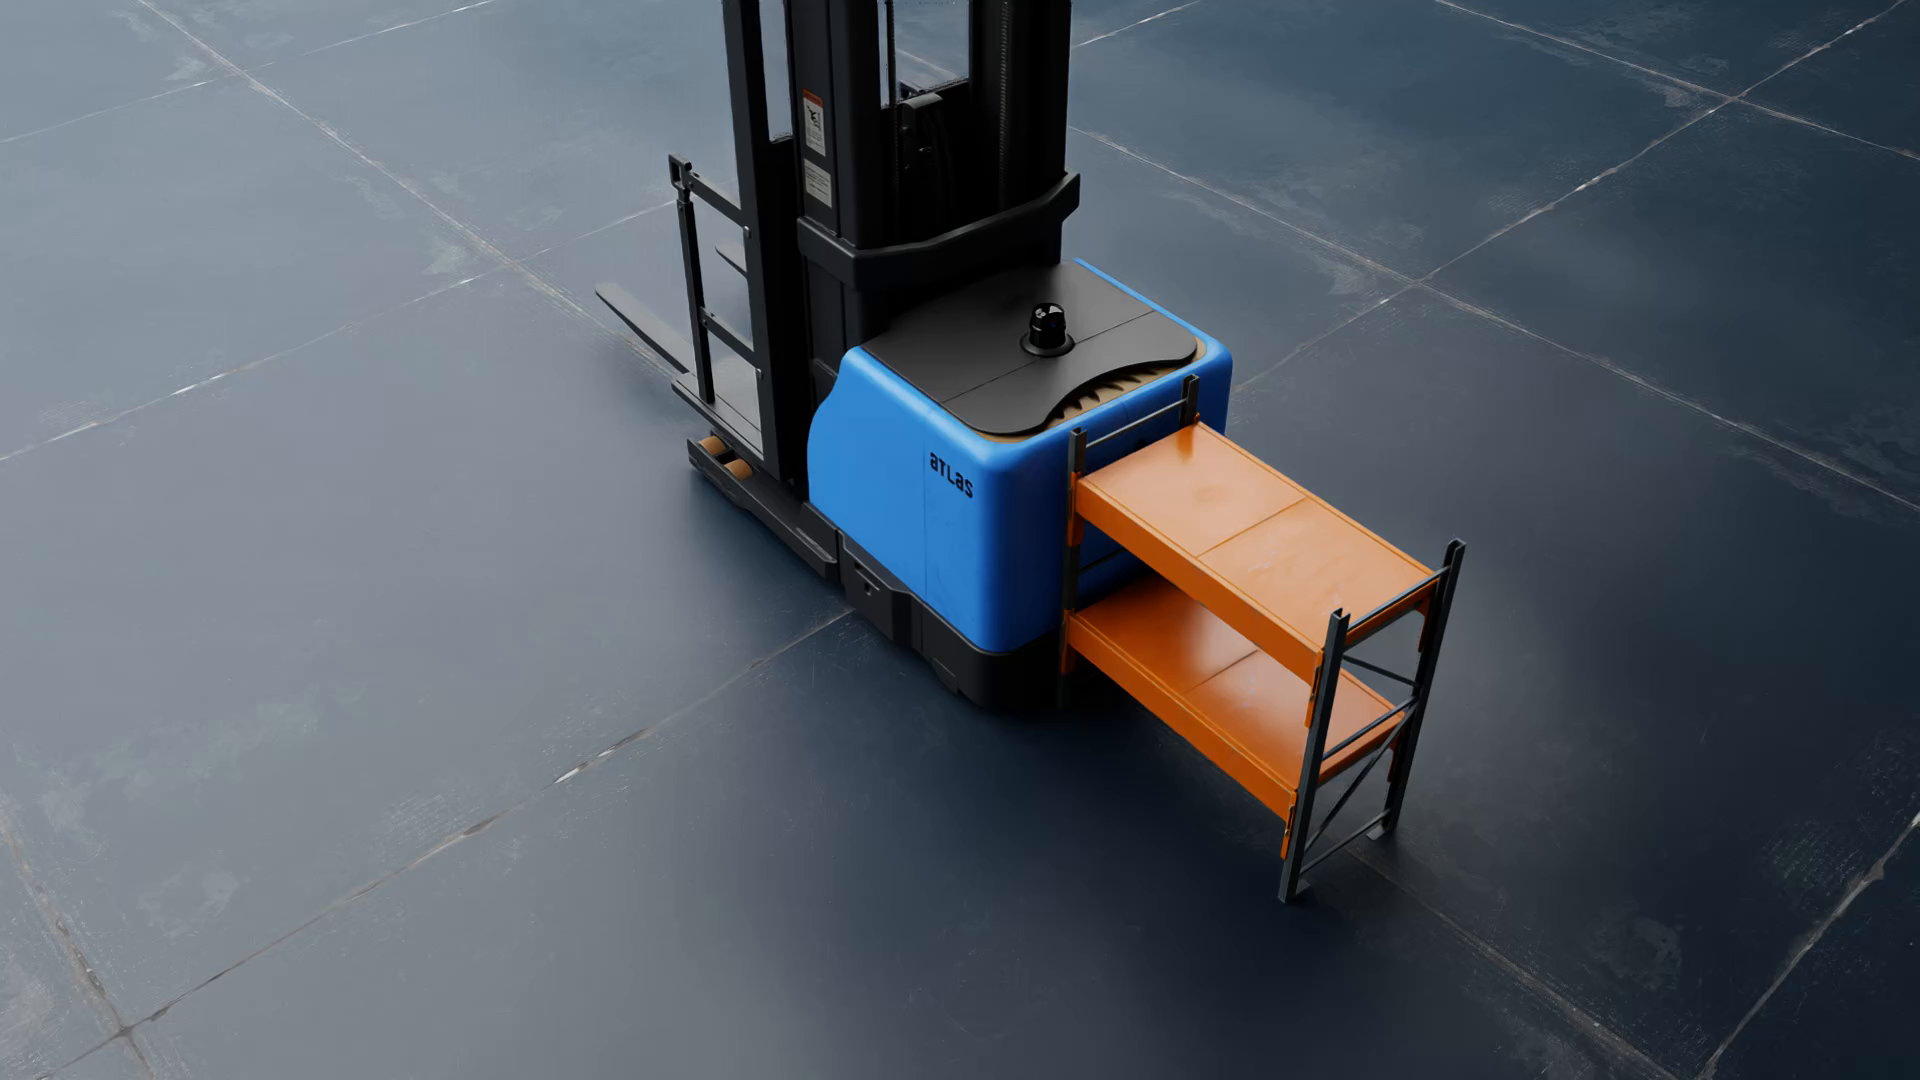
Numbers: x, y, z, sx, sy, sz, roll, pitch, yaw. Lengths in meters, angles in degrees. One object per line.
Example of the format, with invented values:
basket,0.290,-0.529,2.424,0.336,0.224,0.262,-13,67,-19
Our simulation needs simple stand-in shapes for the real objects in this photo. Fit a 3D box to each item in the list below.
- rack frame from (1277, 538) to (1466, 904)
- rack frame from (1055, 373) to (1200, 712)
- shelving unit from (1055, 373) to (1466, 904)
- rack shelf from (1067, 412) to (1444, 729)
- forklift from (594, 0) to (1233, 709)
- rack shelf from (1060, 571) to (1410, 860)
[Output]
rack frame,1.149,0.535,4.692,0.500,1.125,0.032,-26,46,-28
rack frame,0.525,0.031,5.317,0.500,1.125,0.032,-26,46,-28
shelving unit,0.837,0.283,5.004,0.538,1.125,1.048,-26,46,-28
rack shelf,0.837,0.055,4.821,0.538,0.278,1.000,-26,46,-28
forklift,-0.409,-1.456,5.719,1.130,2.935,3.031,-26,46,-28
rack shelf,0.837,0.473,5.158,0.538,0.278,1.000,-26,46,-28
